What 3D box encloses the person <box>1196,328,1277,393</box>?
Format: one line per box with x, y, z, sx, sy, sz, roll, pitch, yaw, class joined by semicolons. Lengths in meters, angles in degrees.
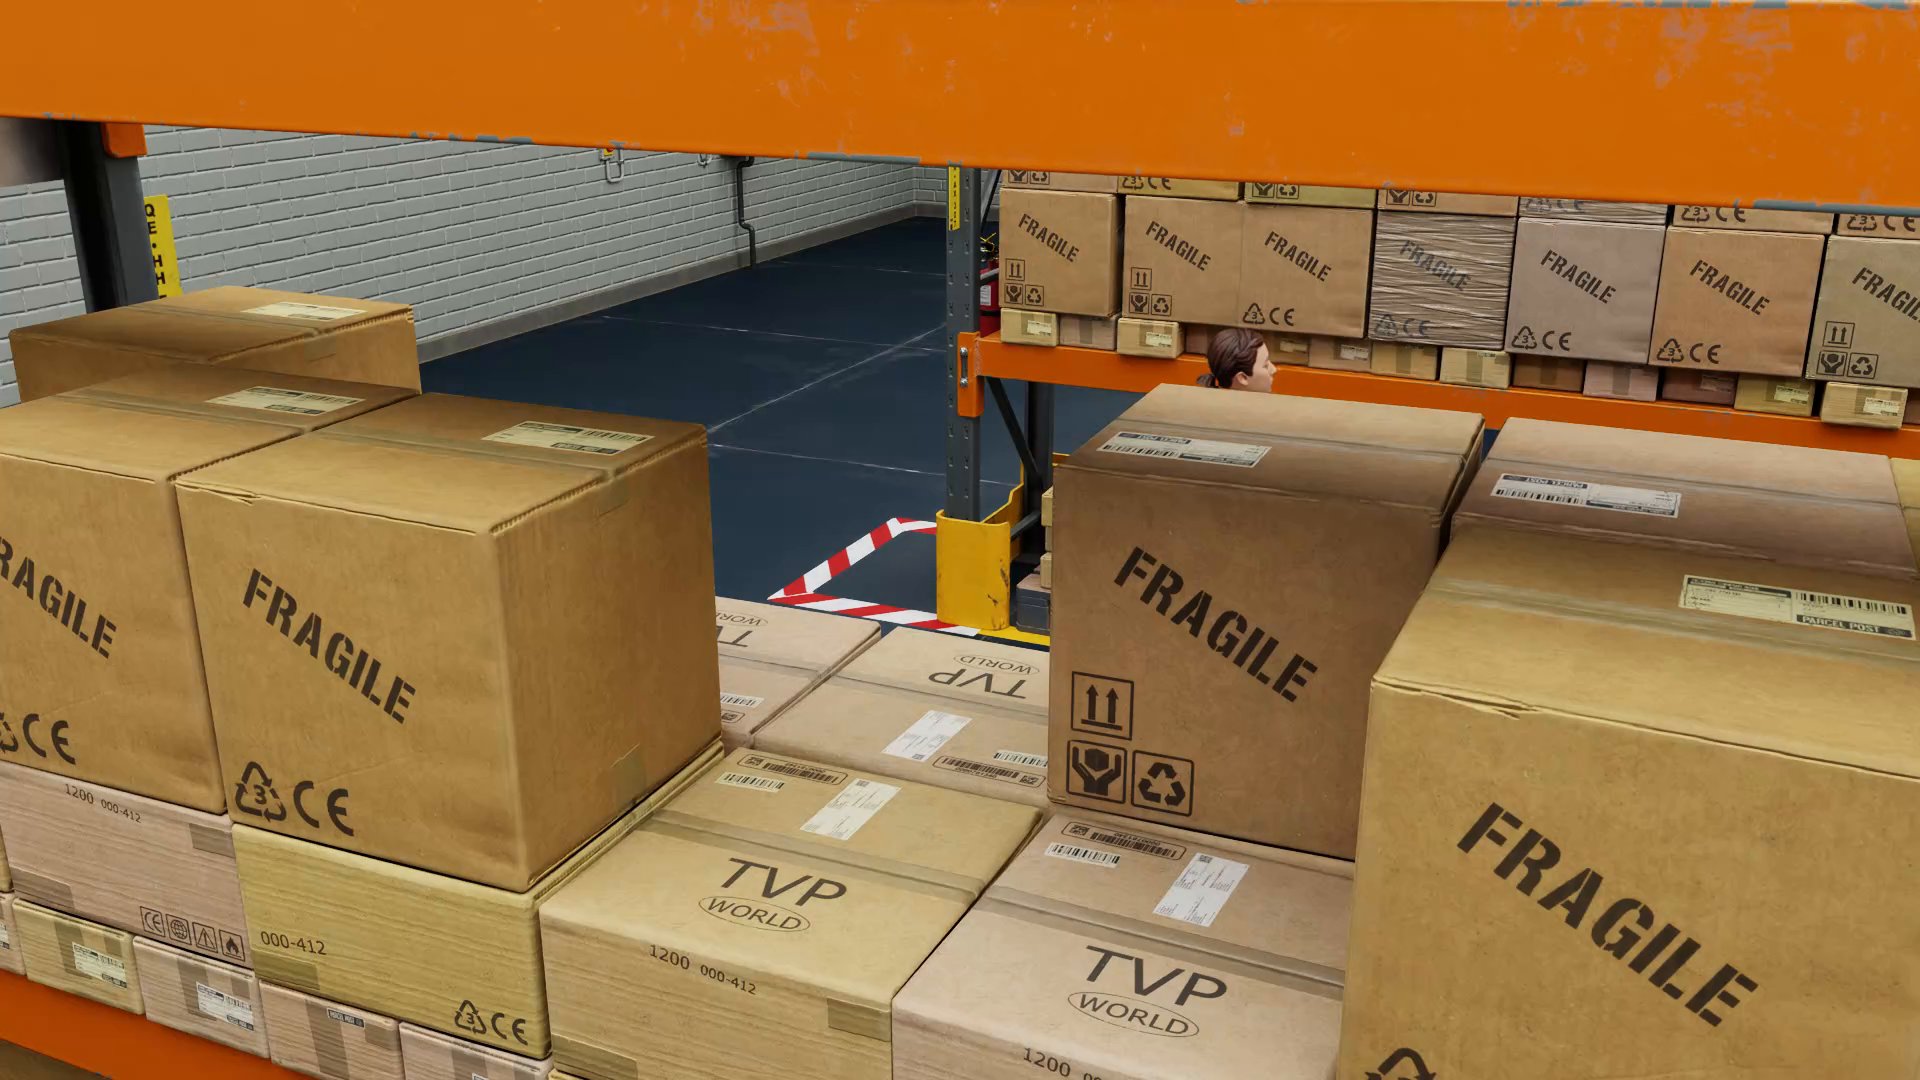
1.050;0.085;5.841;0.535;1.668;0.431;4;19;11;person
